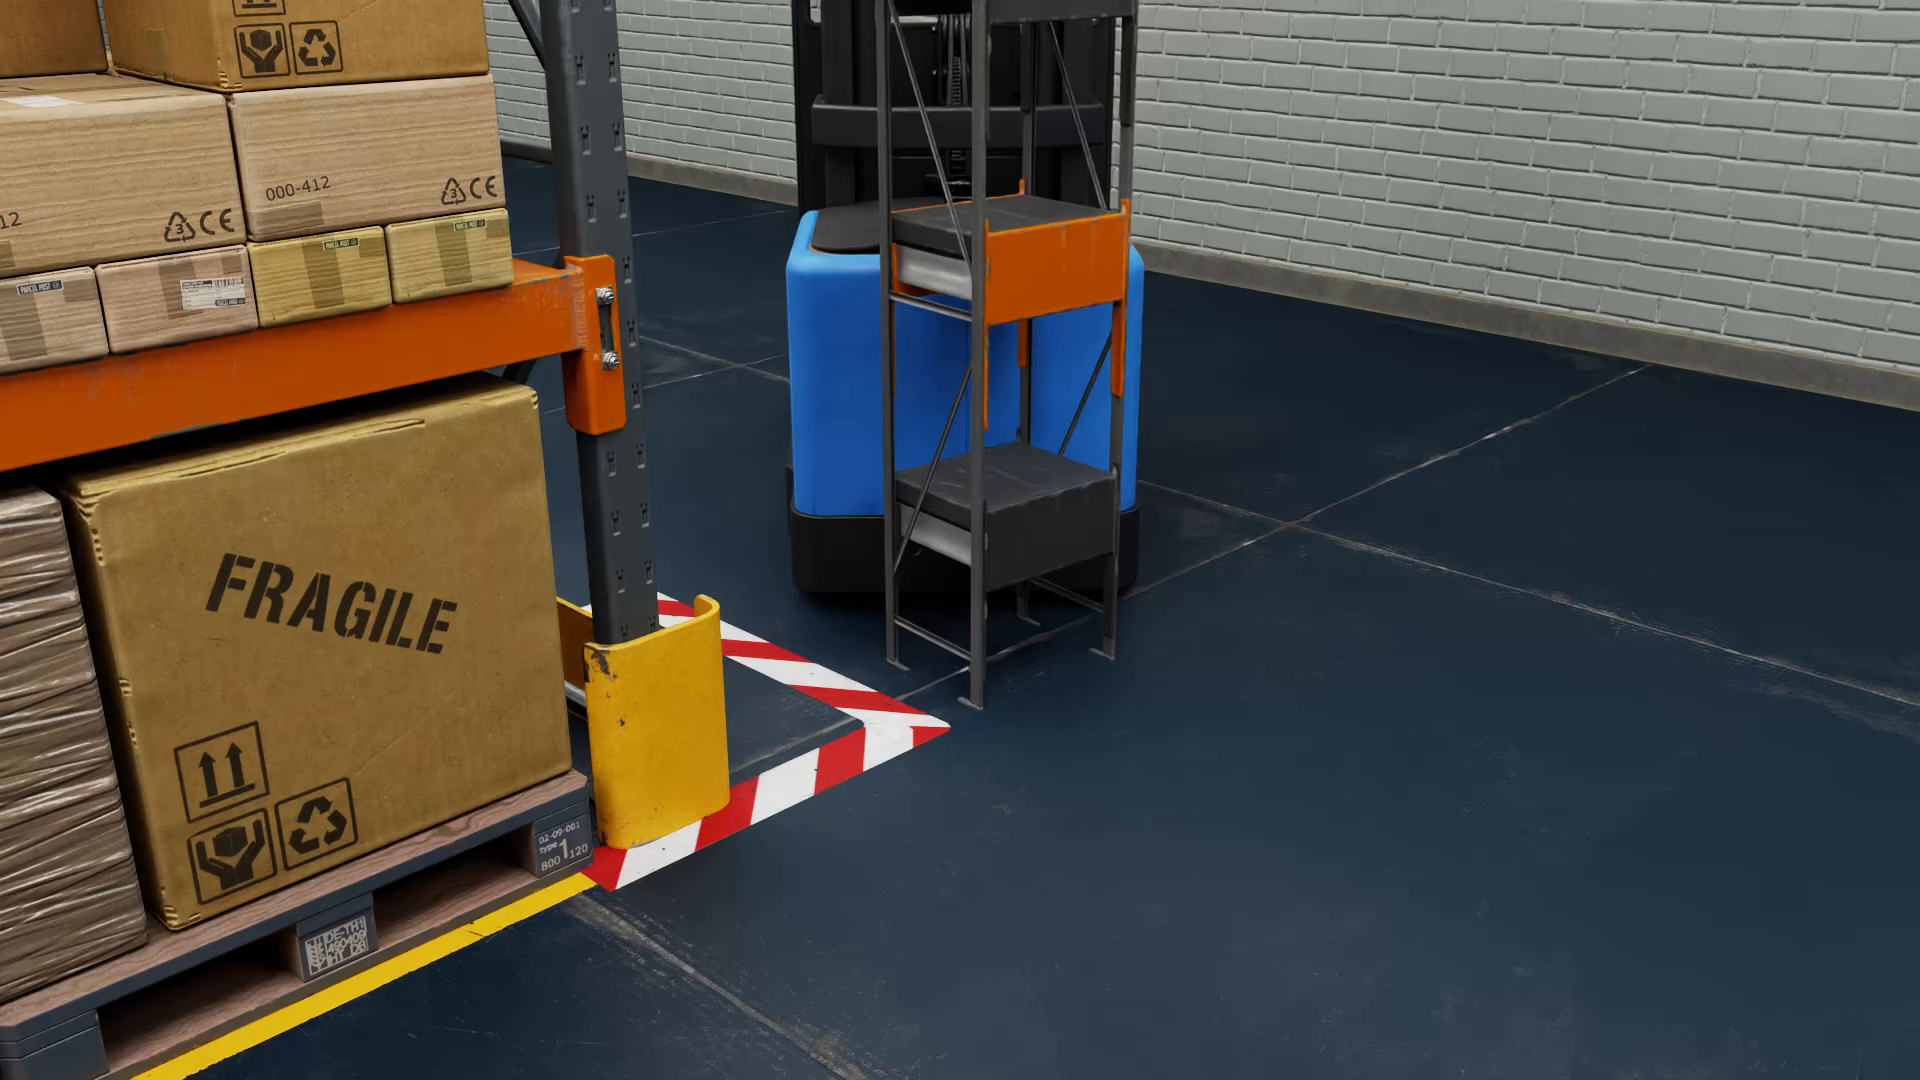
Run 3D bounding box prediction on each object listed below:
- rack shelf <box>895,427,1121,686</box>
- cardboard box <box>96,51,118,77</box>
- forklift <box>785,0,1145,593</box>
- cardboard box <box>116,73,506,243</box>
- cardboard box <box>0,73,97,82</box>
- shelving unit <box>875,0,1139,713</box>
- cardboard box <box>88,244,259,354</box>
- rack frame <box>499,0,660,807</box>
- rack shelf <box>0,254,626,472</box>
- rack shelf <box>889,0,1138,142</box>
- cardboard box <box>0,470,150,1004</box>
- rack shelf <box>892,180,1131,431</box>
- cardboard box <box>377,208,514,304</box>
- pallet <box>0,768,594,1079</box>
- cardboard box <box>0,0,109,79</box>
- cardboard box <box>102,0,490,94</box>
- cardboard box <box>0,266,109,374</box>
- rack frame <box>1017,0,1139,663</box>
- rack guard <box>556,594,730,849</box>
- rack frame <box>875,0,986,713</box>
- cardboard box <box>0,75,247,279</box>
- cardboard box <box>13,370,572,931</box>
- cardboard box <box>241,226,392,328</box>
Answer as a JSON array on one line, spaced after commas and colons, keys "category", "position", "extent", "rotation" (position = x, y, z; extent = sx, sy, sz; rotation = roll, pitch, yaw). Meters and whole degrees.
[{"category": "rack shelf", "position": [0.115, 0.031, 4.558], "extent": [0.480, 0.518, 0.431], "rotation": [-17, 27, -37]}, {"category": "cardboard box", "position": [-1.604, -0.889, 3.501], "extent": [0.500, 0.250, 0.500], "rotation": [18, 28, 39]}, {"category": "forklift", "position": [-0.029, -1.690, 5.886], "extent": [1.130, 2.935, 3.031], "rotation": [-1, 21, -2]}, {"category": "cardboard box", "position": [-1.224, -0.754, 3.149], "extent": [0.500, 0.250, 0.500], "rotation": [19, 28, 40]}, {"category": "cardboard box", "position": [-1.962, -0.754, 3.149], "extent": [0.500, 0.250, 0.500], "rotation": [19, 28, 40]}, {"category": "shelving unit", "position": [0.115, -0.636, 4.302], "extent": [0.503, 2.100, 0.431], "rotation": [-17, 27, -37]}, {"category": "cardboard box", "position": [-1.445, -0.453, 2.922], "extent": [0.380, 0.149, 0.250], "rotation": [19, 28, 41]}, {"category": "rack frame", "position": [-1.076, -0.876, 3.672], "extent": [1.000, 3.000, 0.127], "rotation": [19, 28, 41]}, {"category": "rack shelf", "position": [-2.471, -0.026, 2.464], "extent": [1.077, 0.370, 4.000], "rotation": [19, 28, 41]}, {"category": "rack shelf", "position": [0.115, -1.276, 4.055], "extent": [0.480, 0.518, 0.431], "rotation": [-17, 27, -37]}, {"category": "cardboard box", "position": [-2.100, 0.338, 2.889], "extent": [0.875, 0.875, 0.875], "rotation": [19, 28, 41]}, {"category": "rack shelf", "position": [0.115, -0.623, 4.306], "extent": [0.480, 0.518, 0.431], "rotation": [-17, 27, -37]}, {"category": "cardboard box", "position": [-1.088, -0.585, 3.265], "extent": [0.250, 0.149, 0.380], "rotation": [-20, 28, -41]}, {"category": "pallet", "position": [-1.577, 0.651, 3.587], "extent": [1.003, 0.211, 1.213], "rotation": [19, 28, 41]}, {"category": "cardboard box", "position": [-1.953, -1.110, 3.032], "extent": [0.500, 0.500, 0.500], "rotation": [18, 28, 39]}, {"category": "cardboard box", "position": [-1.227, -1.104, 3.014], "extent": [0.500, 0.500, 0.500], "rotation": [20, 29, 41]}, {"category": "cardboard box", "position": [-1.620, -0.389, 2.756], "extent": [0.250, 0.149, 0.380], "rotation": [-20, 28, -41]}, {"category": "rack frame", "position": [0.303, -0.692, 4.447], "extent": [0.015, 2.100, 0.400], "rotation": [-17, 27, -37]}, {"category": "rack guard", "position": [-1.059, 0.285, 4.137], "extent": [1.175, 0.500, 0.348], "rotation": [19, 28, 41]}, {"category": "rack frame", "position": [-0.073, -0.580, 4.156], "extent": [0.015, 2.100, 0.400], "rotation": [-17, 27, -37]}, {"category": "cardboard box", "position": [-1.578, -0.623, 2.810], "extent": [0.500, 0.250, 0.500], "rotation": [19, 28, 40]}, {"category": "cardboard box", "position": [-1.465, 0.104, 3.498], "extent": [0.875, 0.875, 0.875], "rotation": [19, 28, 41]}, {"category": "cardboard box", "position": [-1.268, -0.517, 3.090], "extent": [0.380, 0.149, 0.250], "rotation": [20, 28, 41]}]
